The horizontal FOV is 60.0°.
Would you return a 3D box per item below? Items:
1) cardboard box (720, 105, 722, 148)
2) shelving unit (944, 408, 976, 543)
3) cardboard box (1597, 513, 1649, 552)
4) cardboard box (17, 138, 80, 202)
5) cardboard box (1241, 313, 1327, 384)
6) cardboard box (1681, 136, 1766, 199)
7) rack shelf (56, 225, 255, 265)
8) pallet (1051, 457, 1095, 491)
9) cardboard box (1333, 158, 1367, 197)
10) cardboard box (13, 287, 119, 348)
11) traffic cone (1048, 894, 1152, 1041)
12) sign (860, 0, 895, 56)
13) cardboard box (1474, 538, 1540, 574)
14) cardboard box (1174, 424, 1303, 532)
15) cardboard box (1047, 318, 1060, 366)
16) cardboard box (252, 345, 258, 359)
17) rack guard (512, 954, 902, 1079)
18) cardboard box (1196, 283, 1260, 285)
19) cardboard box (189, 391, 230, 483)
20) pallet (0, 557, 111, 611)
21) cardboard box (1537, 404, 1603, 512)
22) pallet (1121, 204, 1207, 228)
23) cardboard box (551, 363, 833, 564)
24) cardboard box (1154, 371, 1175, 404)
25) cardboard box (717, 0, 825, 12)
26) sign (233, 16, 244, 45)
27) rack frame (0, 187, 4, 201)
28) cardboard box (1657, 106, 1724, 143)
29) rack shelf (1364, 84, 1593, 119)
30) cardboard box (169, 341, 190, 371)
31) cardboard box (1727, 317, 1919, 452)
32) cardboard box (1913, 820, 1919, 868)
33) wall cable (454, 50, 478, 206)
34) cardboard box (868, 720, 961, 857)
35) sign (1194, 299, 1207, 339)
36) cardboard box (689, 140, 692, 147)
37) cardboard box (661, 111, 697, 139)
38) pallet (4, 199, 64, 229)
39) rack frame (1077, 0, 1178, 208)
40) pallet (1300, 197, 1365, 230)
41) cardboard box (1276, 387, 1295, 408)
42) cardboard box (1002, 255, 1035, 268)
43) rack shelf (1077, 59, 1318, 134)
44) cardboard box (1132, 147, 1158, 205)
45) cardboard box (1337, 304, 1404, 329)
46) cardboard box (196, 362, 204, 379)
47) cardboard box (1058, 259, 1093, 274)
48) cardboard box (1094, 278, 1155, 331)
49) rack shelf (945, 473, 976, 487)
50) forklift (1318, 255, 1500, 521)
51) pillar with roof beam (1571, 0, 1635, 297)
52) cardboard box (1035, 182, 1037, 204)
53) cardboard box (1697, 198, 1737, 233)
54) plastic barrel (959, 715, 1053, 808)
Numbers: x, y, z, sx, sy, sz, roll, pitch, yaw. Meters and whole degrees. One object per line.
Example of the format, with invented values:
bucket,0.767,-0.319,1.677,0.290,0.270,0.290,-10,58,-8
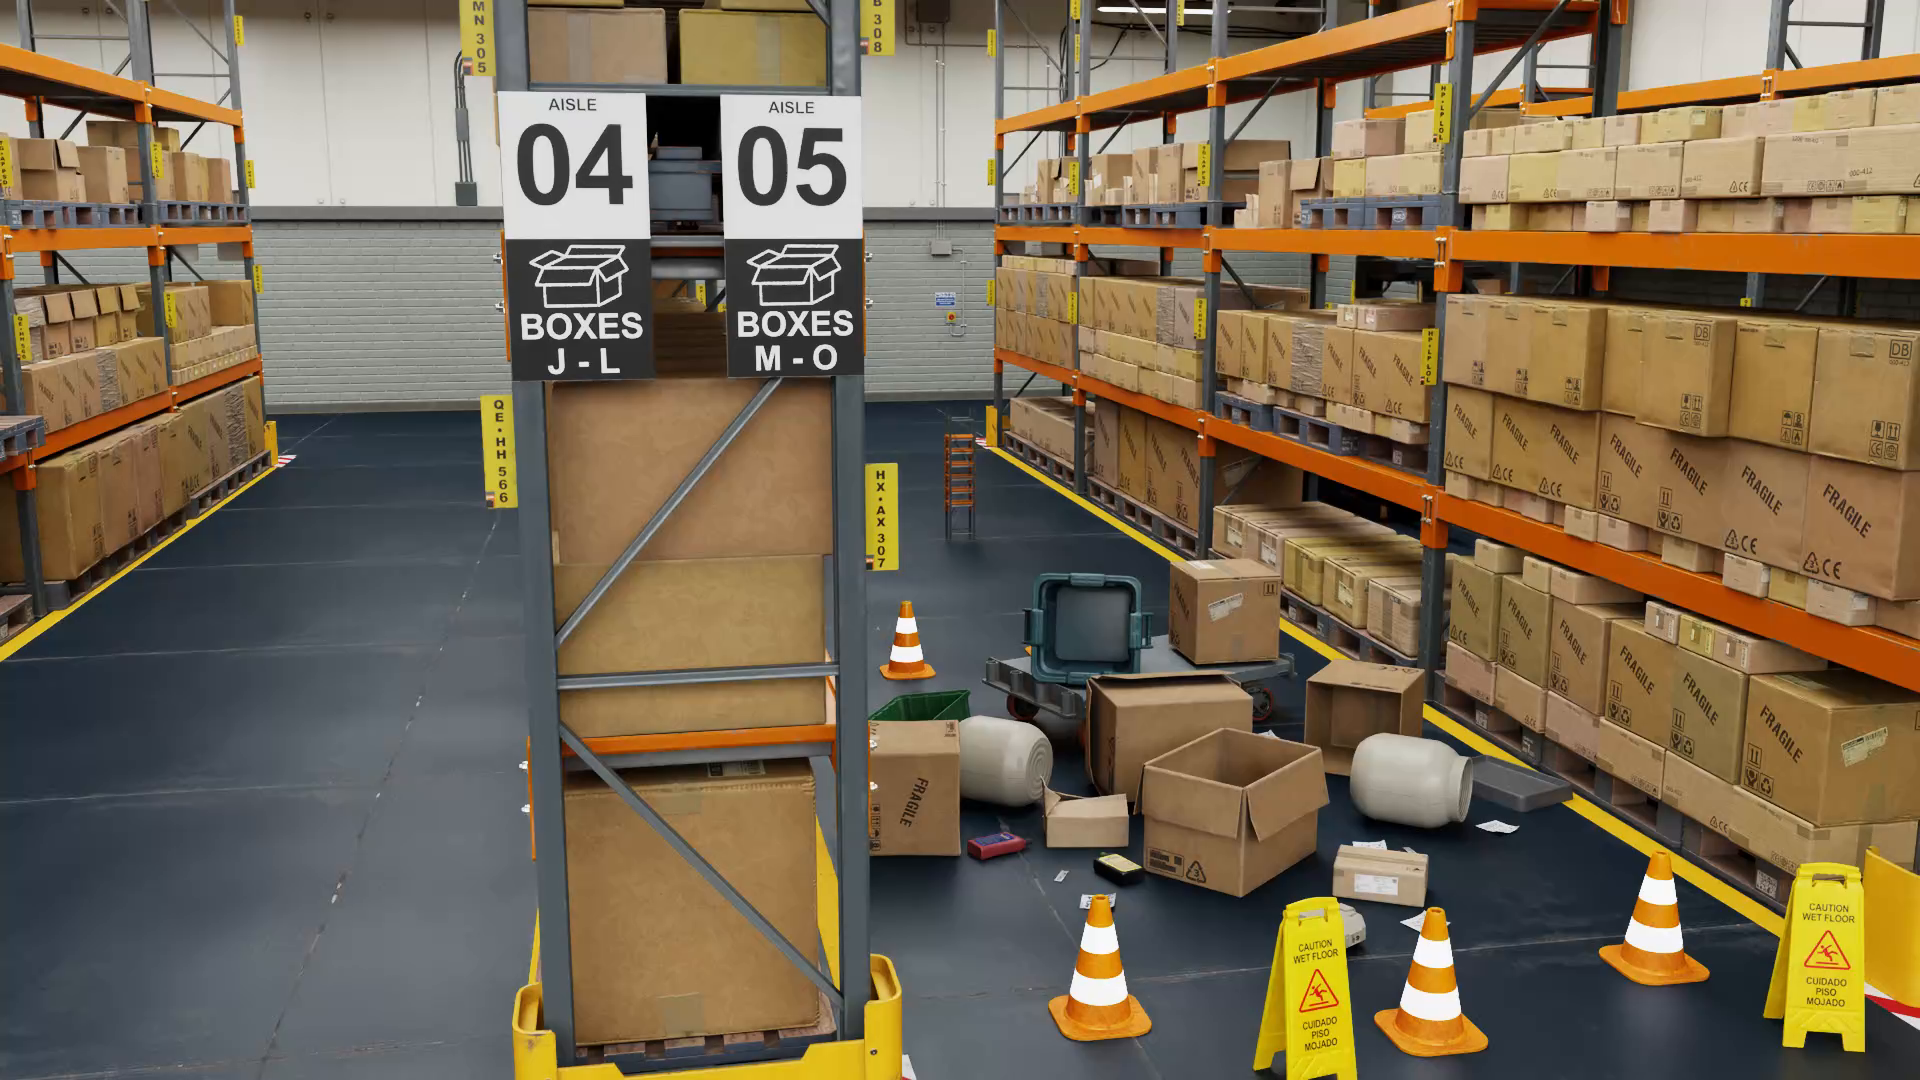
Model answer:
cardboard box,-0.534,-1.266,5.083,0.380,0.149,0.250,-2,11,-11
shelving unit,0.003,-0.587,15.070,0.258,1.200,0.189,-2,11,-11
cardboard box,3.339,-0.045,8.081,0.380,0.149,0.250,-2,11,-11
cardboard box,-7.641,-2.995,13.490,0.797,0.503,0.637,-2,11,-12
cardboard box,2.467,-1.467,12.693,0.500,0.500,0.500,-2,11,-8
cardboard box,3.488,-1.601,7.171,0.500,0.250,0.500,-2,11,-9
rack shelf,-8.390,-3.112,17.424,1.077,0.370,4.000,-2,11,-11
pallet,1.649,-0.757,18.611,1.003,0.211,1.213,-2,11,-11
cardboard box,2.829,-2.412,11.104,0.500,0.250,0.500,-2,11,-10
cardboard box,-7.746,-1.923,14.329,0.797,0.503,0.637,-2,11,-10
traffic cone,0.508,1.512,6.017,0.336,0.463,0.334,-2,11,-11
sign,-0.236,-1.546,4.727,0.100,0.325,0.005,-2,11,-11
cardboard box,3.091,0.083,9.229,0.380,0.149,0.250,-2,11,-10
cardboard box,2.445,-0.544,14.589,0.875,0.875,0.875,-2,11,-12
cardboard box,1.274,-2.204,18.486,0.500,0.500,0.500,-2,11,-12
cardboard box,-8.386,-2.181,19.307,0.380,0.149,0.250,-2,11,-10
rack guard,-0.777,1.647,5.207,1.175,0.500,0.348,-2,11,-11
cardboard box,2.451,-2.077,15.145,0.500,0.500,0.500,-2,11,-9
cardboard box,-8.226,-1.076,17.387,0.875,0.875,0.875,-2,11,-11
pallet,-7.302,0.332,12.890,1.003,0.211,1.213,-2,11,-11
cardboard box,3.294,-0.438,8.414,0.500,0.500,0.500,-2,11,-11
pallet,2.100,-2.953,15.173,1.003,0.211,1.213,-2,11,-8
cardboard box,-0.816,-0.259,5.247,0.875,0.550,0.550,-2,11,-11
cardboard box,2.030,-1.354,14.690,0.500,0.250,0.500,-2,11,-10
cardboard box,-0.535,-1.656,4.999,0.380,0.149,0.250,-2,11,-10
sign,-8.244,-5.820,18.998,0.100,0.325,0.005,-2,11,-11
rack frame,-7.223,-3.838,11.294,1.000,3.000,0.127,-2,11,-11
cardboard box,3.367,-1.857,7.449,0.380,0.149,0.250,-2,11,-10
rack shelf,6.199,-5.125,19.989,1.077,0.370,4.000,-2,11,-11
cardboard box,-7.835,-1.793,16.199,0.500,0.250,0.500,-2,11,-12
cardboard box,3.649,-0.649,6.849,0.700,0.500,0.500,-2,11,-10
cardboard box,4.168,1.202,7.088,0.500,0.250,0.500,-2,11,-11
wall cable,-6.498,-8.048,24.809,2.277,5.999,0.120,-2,11,-11
cardboard box,-0.251,1.155,7.785,0.500,0.500,0.500,0,11,-1
sign,1.954,-1.799,13.531,0.100,0.325,0.005,-2,11,-11
cardboard box,-1.025,-1.729,7.518,0.380,0.149,0.250,-2,11,-11
cardboard box,-1.019,-1.855,7.113,0.500,0.250,0.500,-2,11,-12
pallet,-7.400,-2.388,12.203,1.213,0.211,1.003,-2,11,-8
rack frame,1.720,-4.932,17.042,1.000,3.000,0.127,-2,11,-11
pallet,3.056,-2.206,11.245,1.213,0.211,1.003,-2,11,-11
cardboard box,2.566,-1.070,12.346,0.380,0.149,0.250,-1,11,-8
cardboard box,0.740,-3.502,20.899,0.380,0.149,0.250,-2,11,-10
rack shelf,2.109,-4.015,15.219,1.077,0.370,4.000,-2,11,-11
cardboard box,1.871,-3.293,15.062,0.500,0.500,0.500,-2,11,-10
cardboard box,2.741,-1.490,11.080,0.380,0.149,0.250,-3,11,-13
cardboard box,-7.888,-1.712,16.842,0.380,0.149,0.250,-2,11,-13
cardboard box,1.297,-3.033,18.433,0.380,0.149,0.250,-2,11,-11
cardboard box,1.650,-2.342,16.536,0.500,0.500,0.500,-2,11,-11
rack shelf,0.003,-0.543,15.079,0.258,0.103,0.180,-2,11,-11
forklift,4.513,-1.702,16.297,1.130,2.935,3.031,-2,11,-12
pillar with roof beam,3.114,-5.117,18.015,9.100,9.000,0.400,-2,11,-11
cardboard box,1.184,-4.127,19.685,0.500,0.311,0.500,-2,11,-10
cardboard box,3.489,-1.425,7.312,0.380,0.149,0.250,-2,11,-13
plastic barrel,0.165,1.099,8.292,0.512,0.421,0.421,6,12,28
